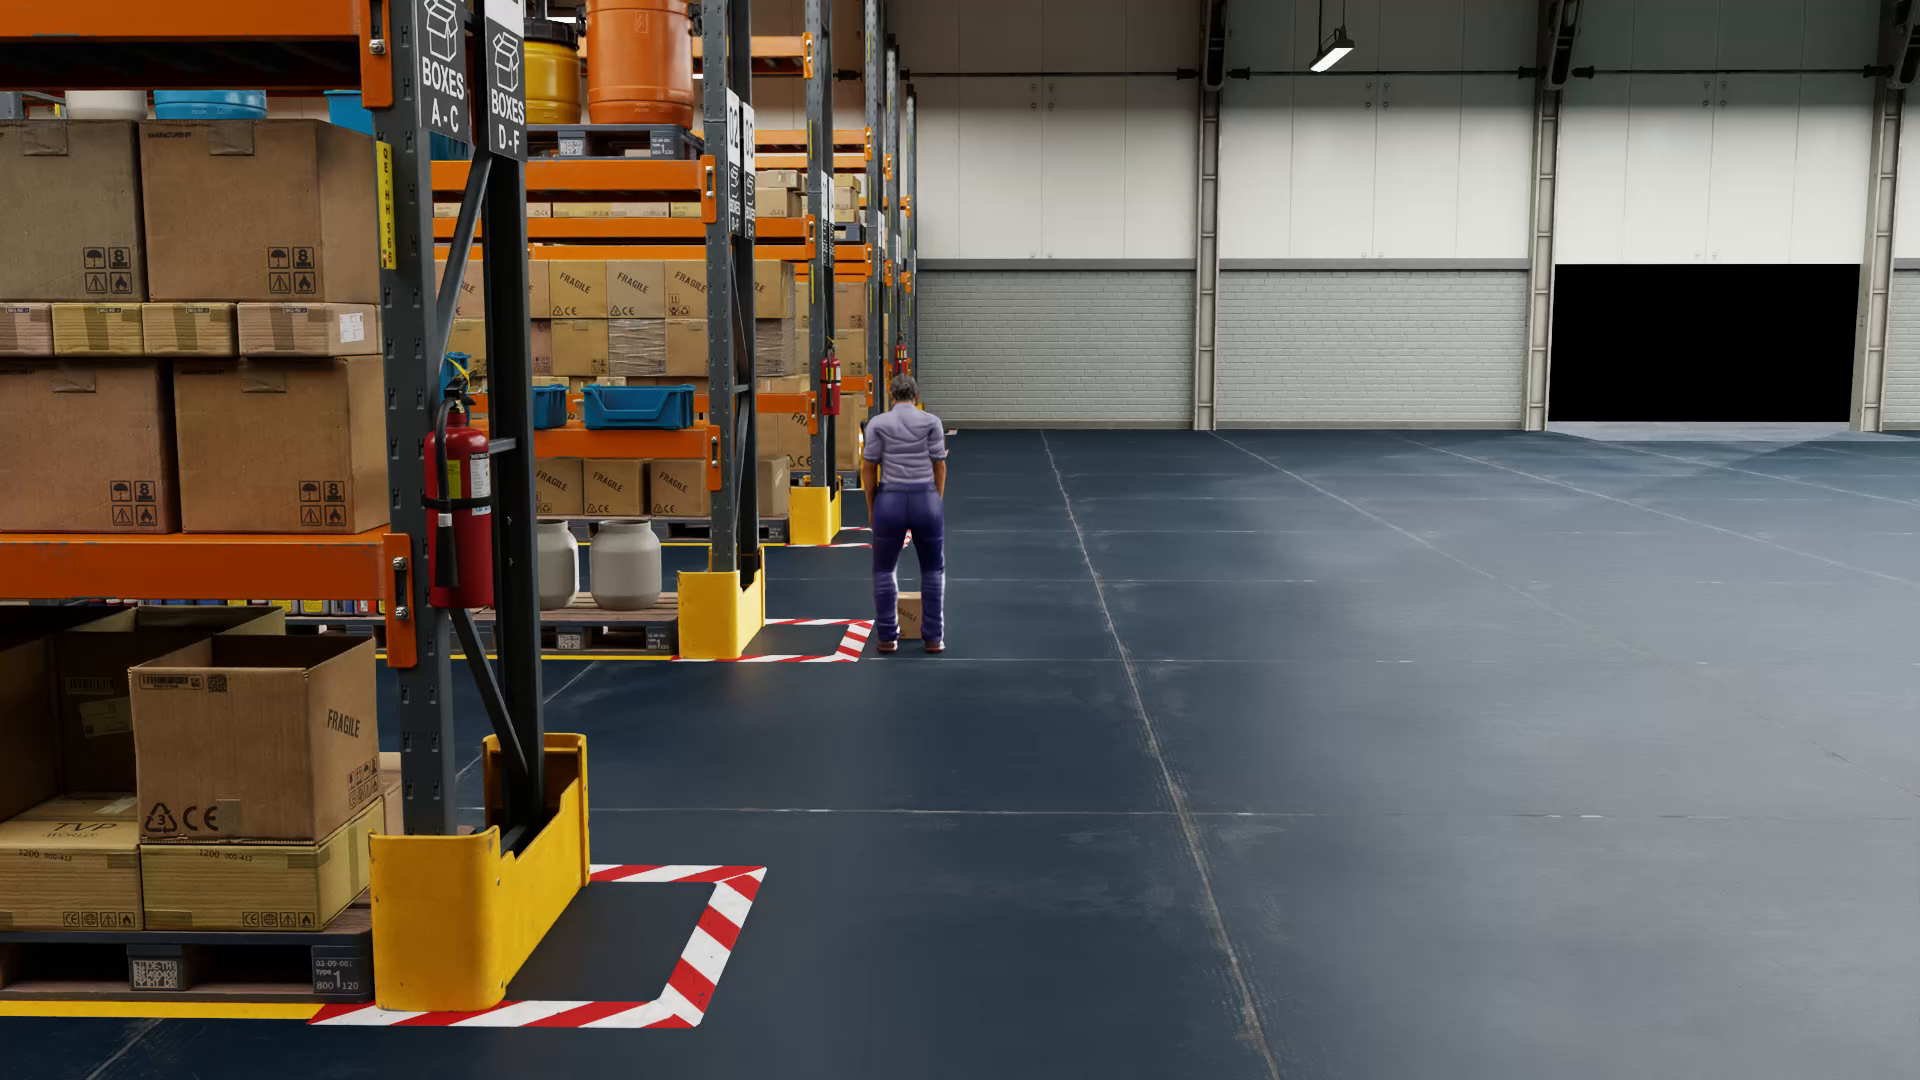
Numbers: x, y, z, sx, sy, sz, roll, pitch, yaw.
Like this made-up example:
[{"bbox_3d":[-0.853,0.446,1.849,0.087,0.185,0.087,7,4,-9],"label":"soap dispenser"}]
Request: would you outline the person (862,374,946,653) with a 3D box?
[{"bbox_3d":[-0.324,-0.147,9.629,0.489,1.621,0.366,0,7,0],"label":"person"}]
